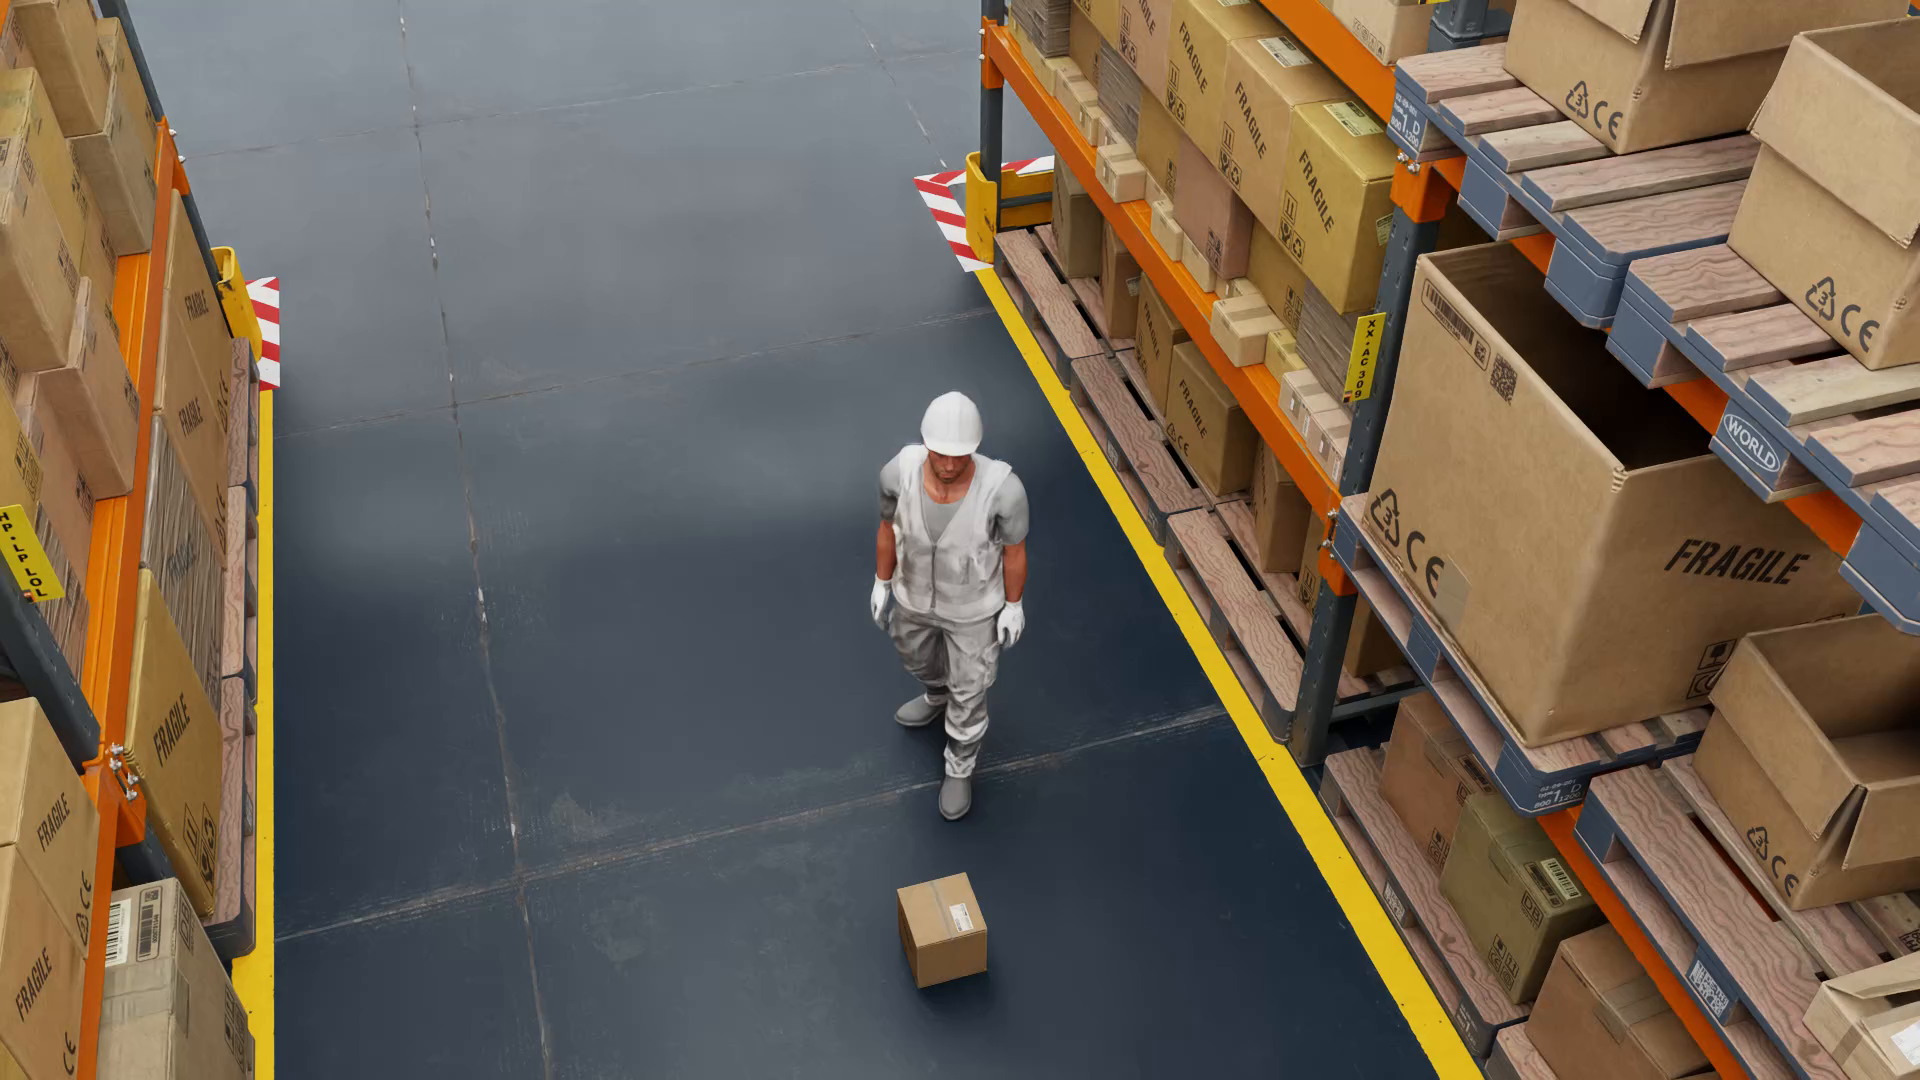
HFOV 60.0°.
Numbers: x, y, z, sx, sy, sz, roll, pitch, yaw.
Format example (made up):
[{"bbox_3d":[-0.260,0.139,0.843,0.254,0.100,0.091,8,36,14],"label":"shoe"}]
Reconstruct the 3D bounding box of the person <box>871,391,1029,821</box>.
[{"bbox_3d":[-0.035,0.193,5.920,0.557,1.795,0.609,14,44,15],"label":"person"}]
